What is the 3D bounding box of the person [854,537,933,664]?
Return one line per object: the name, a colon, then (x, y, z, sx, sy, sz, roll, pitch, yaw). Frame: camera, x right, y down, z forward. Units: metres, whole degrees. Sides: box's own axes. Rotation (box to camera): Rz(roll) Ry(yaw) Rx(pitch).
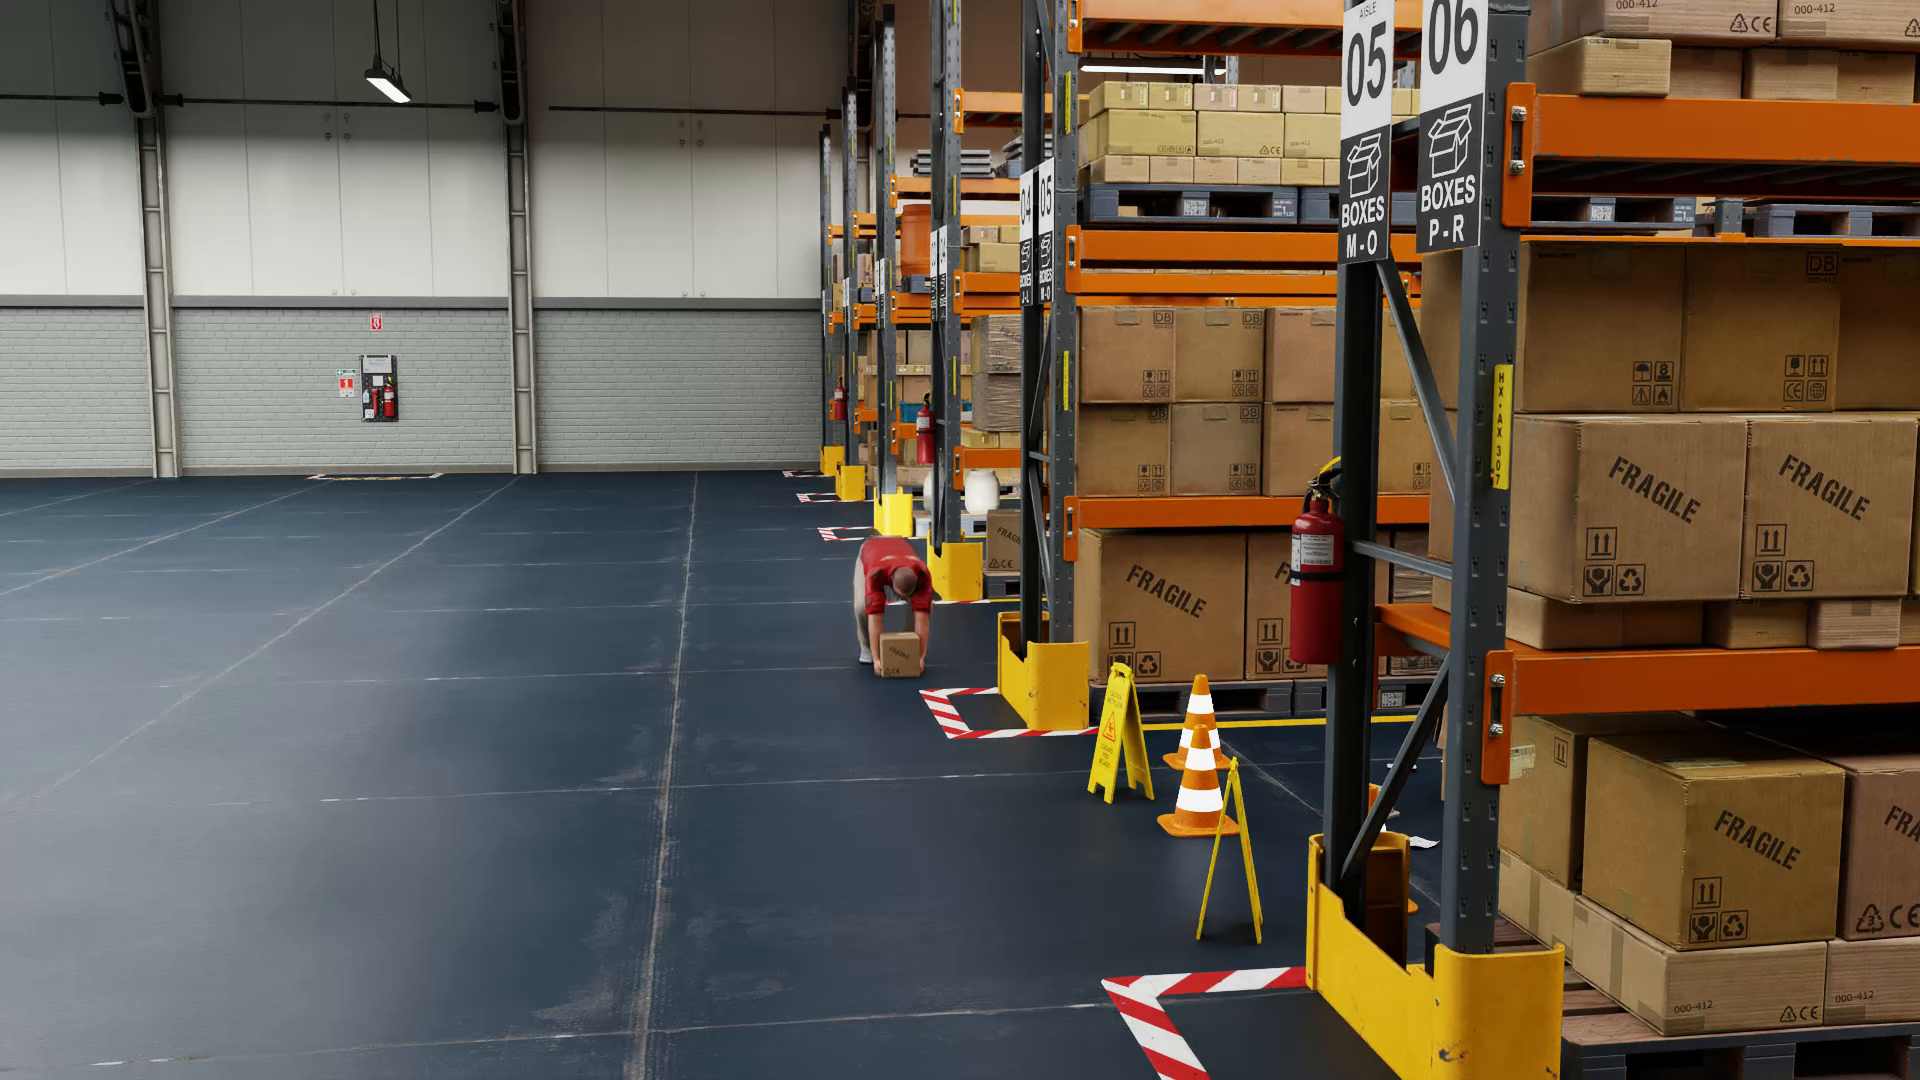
person: (-0.468, 0.418, 11.428, 0.544, 0.867, 0.782, -1, 7, -11)
